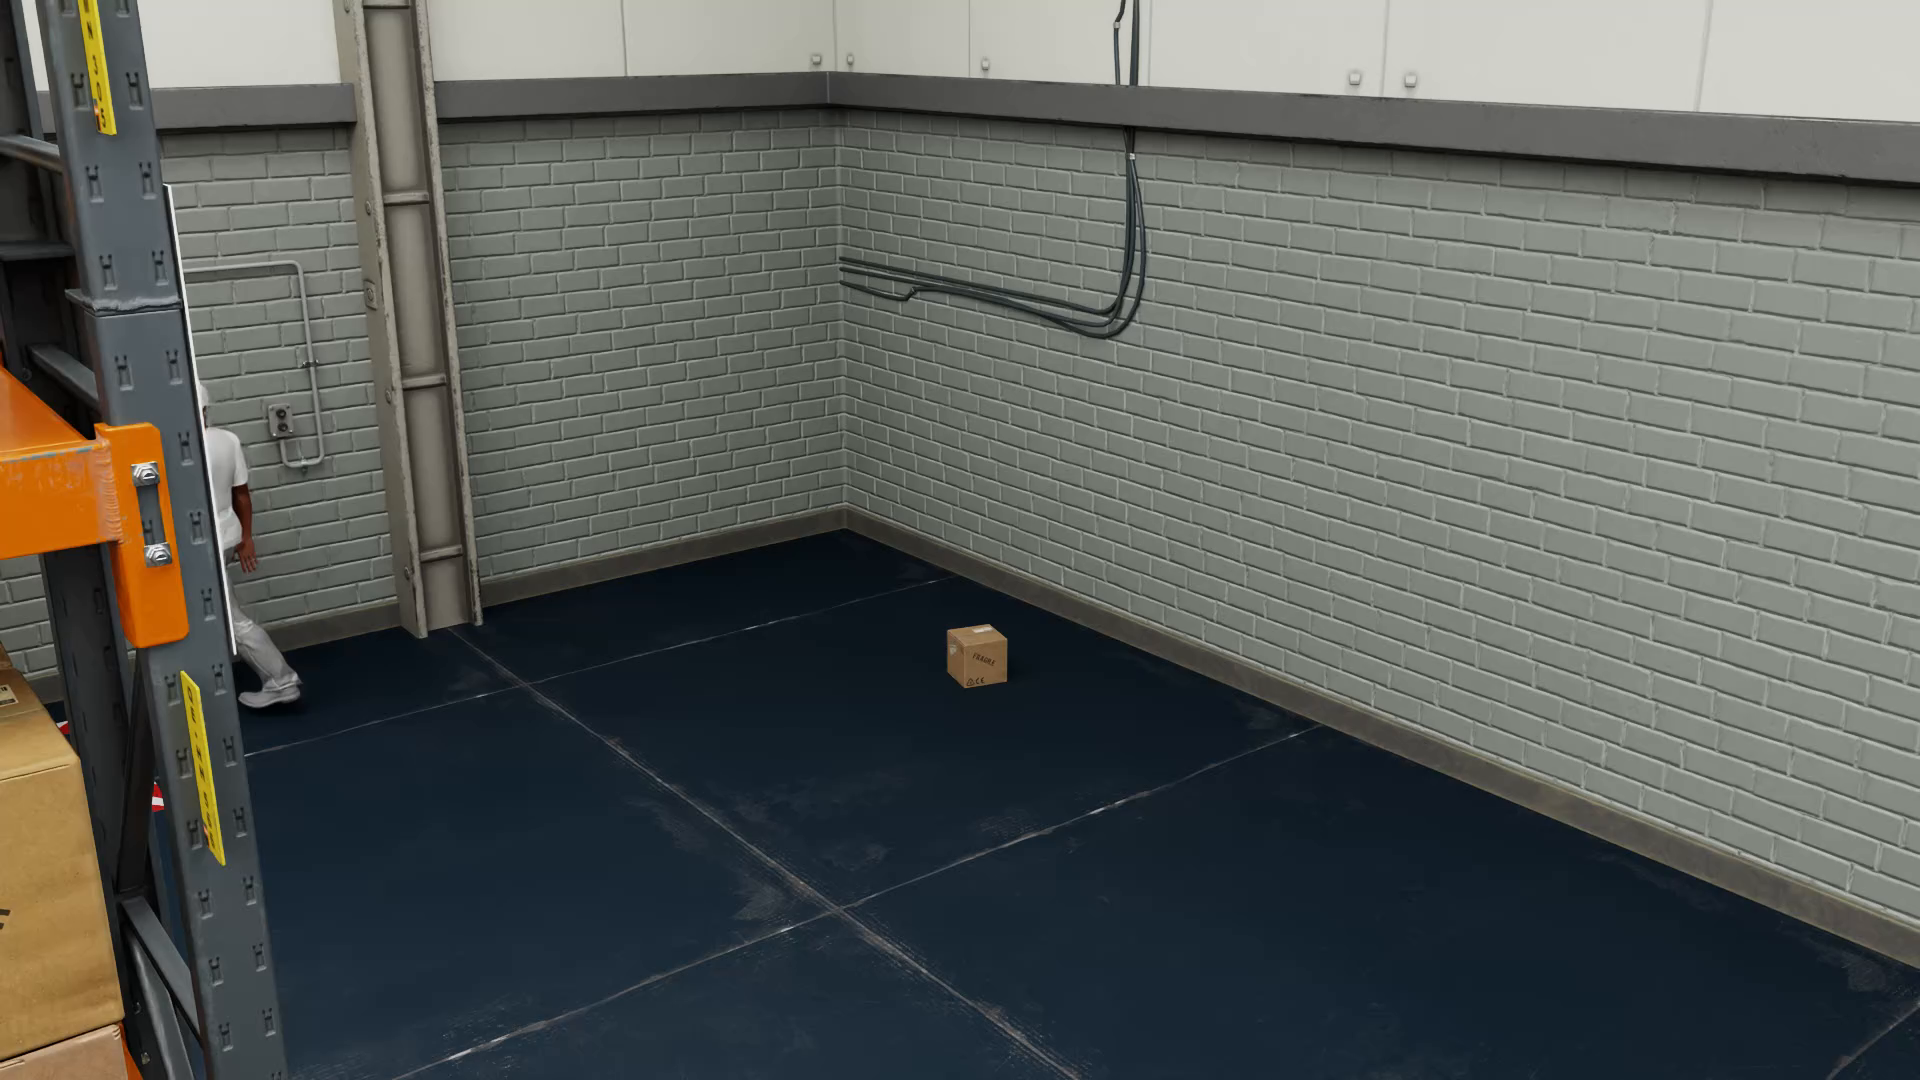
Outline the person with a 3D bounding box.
[{"bbox_3d":[-3.894,0.031,8.414,0.991,1.731,0.588,1,18,3],"label":"person"}]
